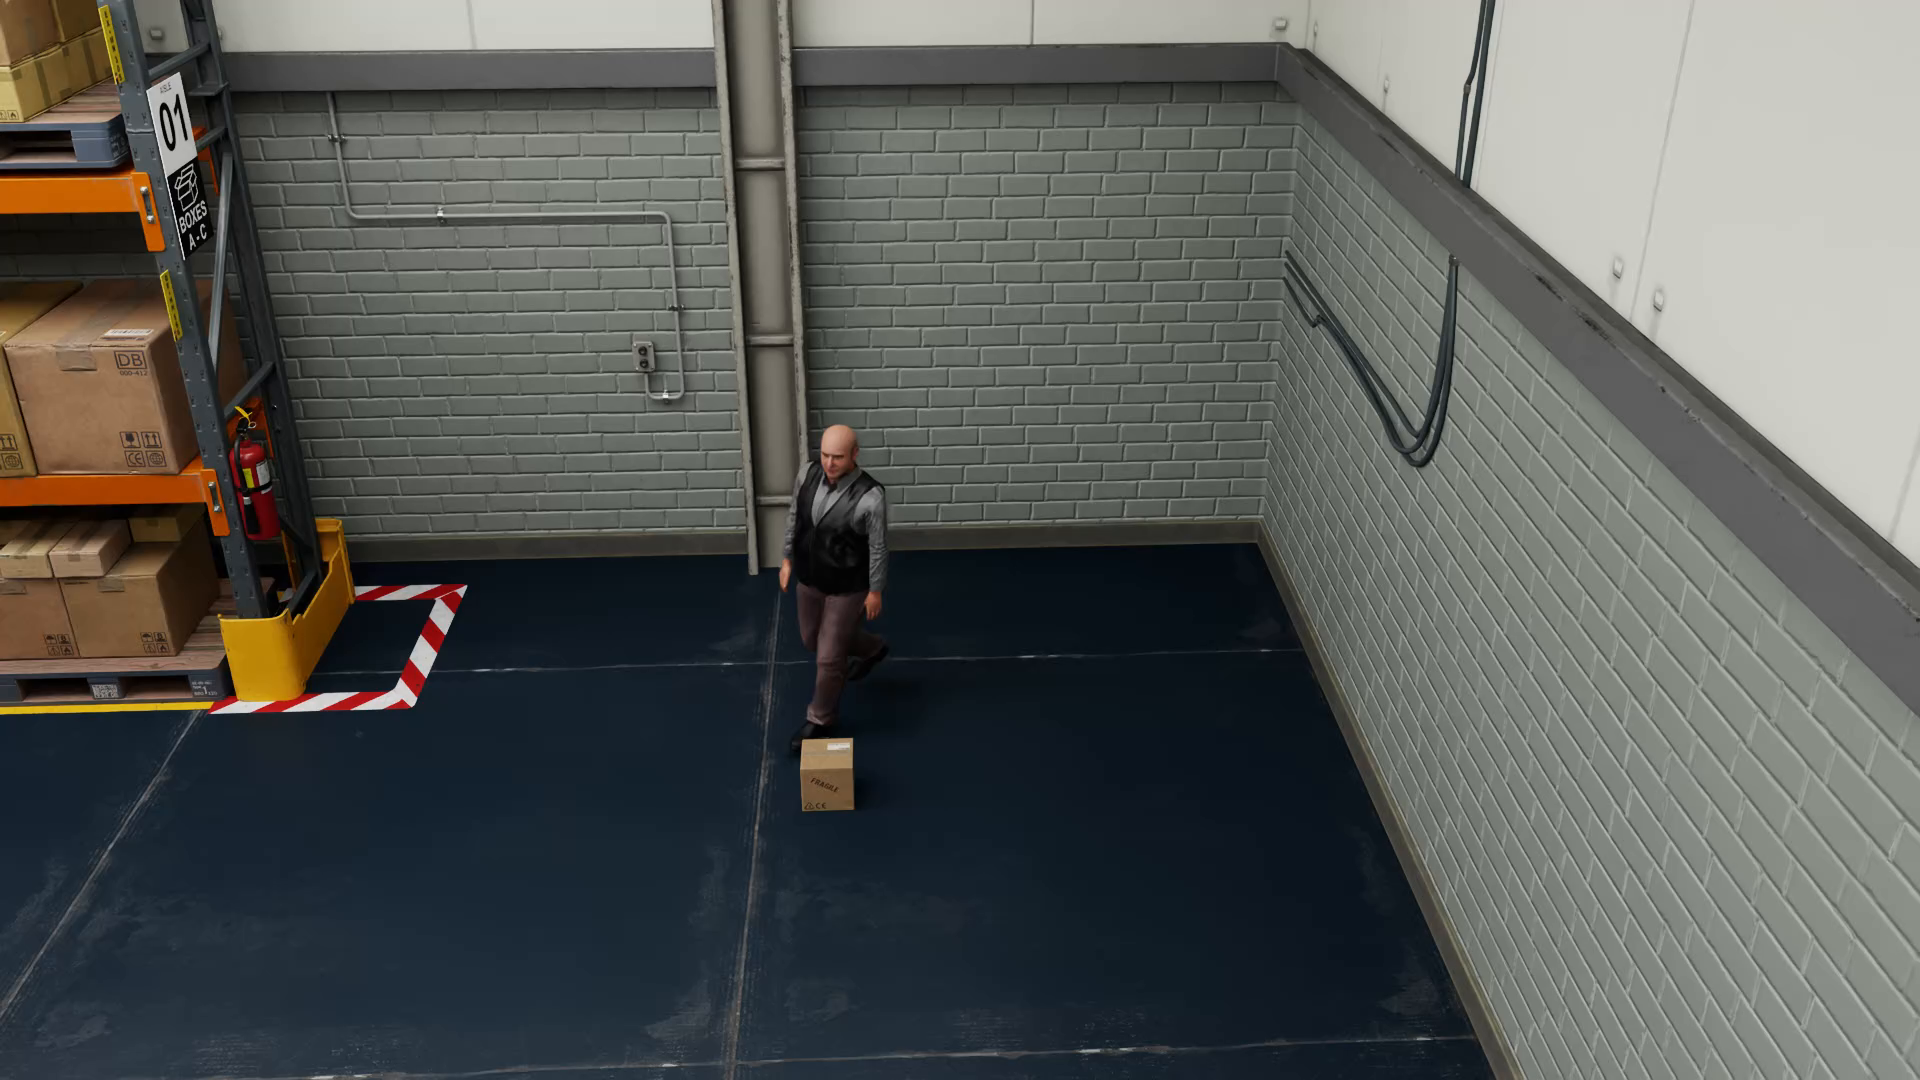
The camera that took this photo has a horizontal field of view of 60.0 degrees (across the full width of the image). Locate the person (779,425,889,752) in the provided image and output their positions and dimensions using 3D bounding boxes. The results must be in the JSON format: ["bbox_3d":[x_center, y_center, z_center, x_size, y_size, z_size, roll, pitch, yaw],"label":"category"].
[{"bbox_3d":[-0.598,0.186,8.286,0.603,1.712,0.811,19,33,32],"label":"person"}]
